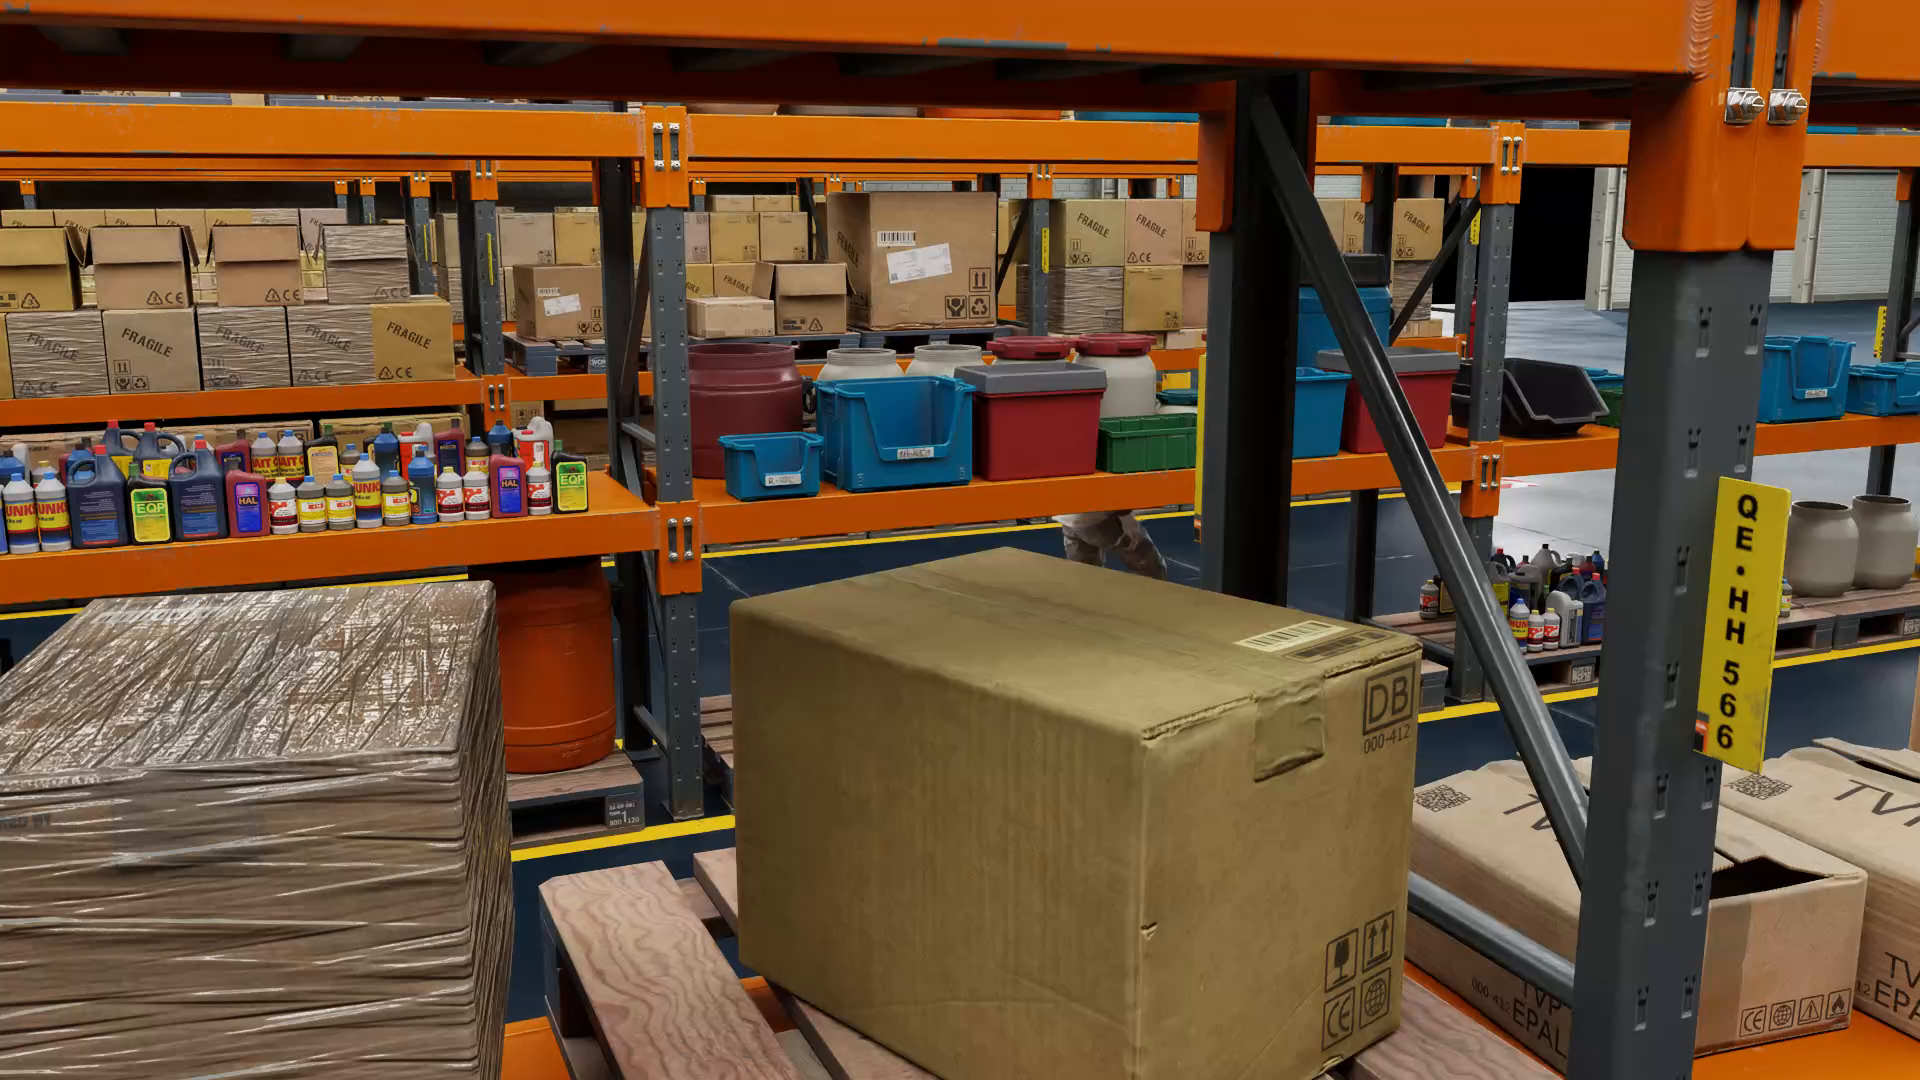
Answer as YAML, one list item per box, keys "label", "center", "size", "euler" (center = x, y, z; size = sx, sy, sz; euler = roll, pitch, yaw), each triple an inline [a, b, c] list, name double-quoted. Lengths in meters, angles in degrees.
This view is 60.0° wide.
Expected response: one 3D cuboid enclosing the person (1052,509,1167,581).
- label: "person"
  center: [0.739, -0.135, 8.553]
  size: [0.525, 1.782, 0.615]
  euler: [-5, 13, -23]
